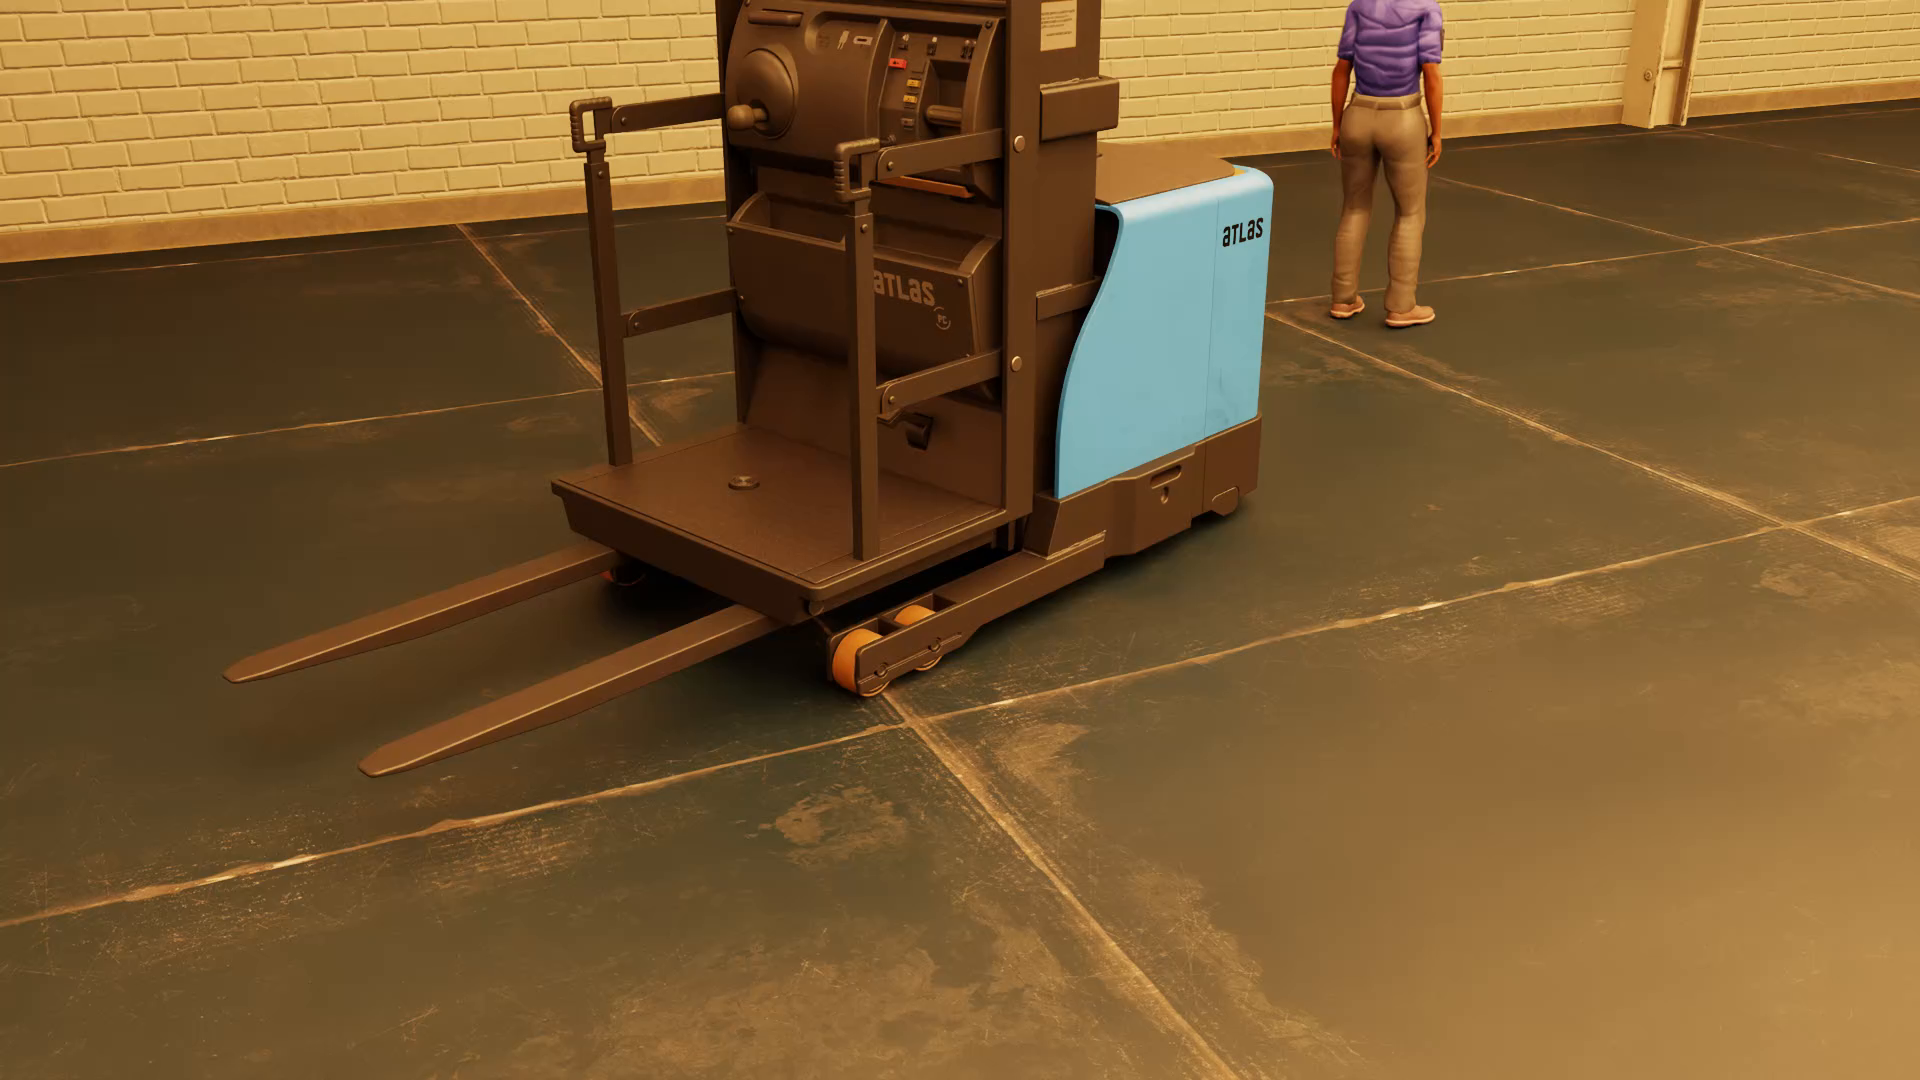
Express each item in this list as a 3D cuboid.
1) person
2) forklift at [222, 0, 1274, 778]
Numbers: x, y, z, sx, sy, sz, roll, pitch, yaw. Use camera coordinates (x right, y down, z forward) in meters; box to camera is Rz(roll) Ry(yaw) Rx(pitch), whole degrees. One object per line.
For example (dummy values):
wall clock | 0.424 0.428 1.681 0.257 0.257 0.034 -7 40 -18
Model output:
person | 1.859 -1.770 7.213 0.518 1.654 0.353 16 27 33
forklift | -0.413 -1.182 4.131 1.130 2.935 3.031 19 29 39
